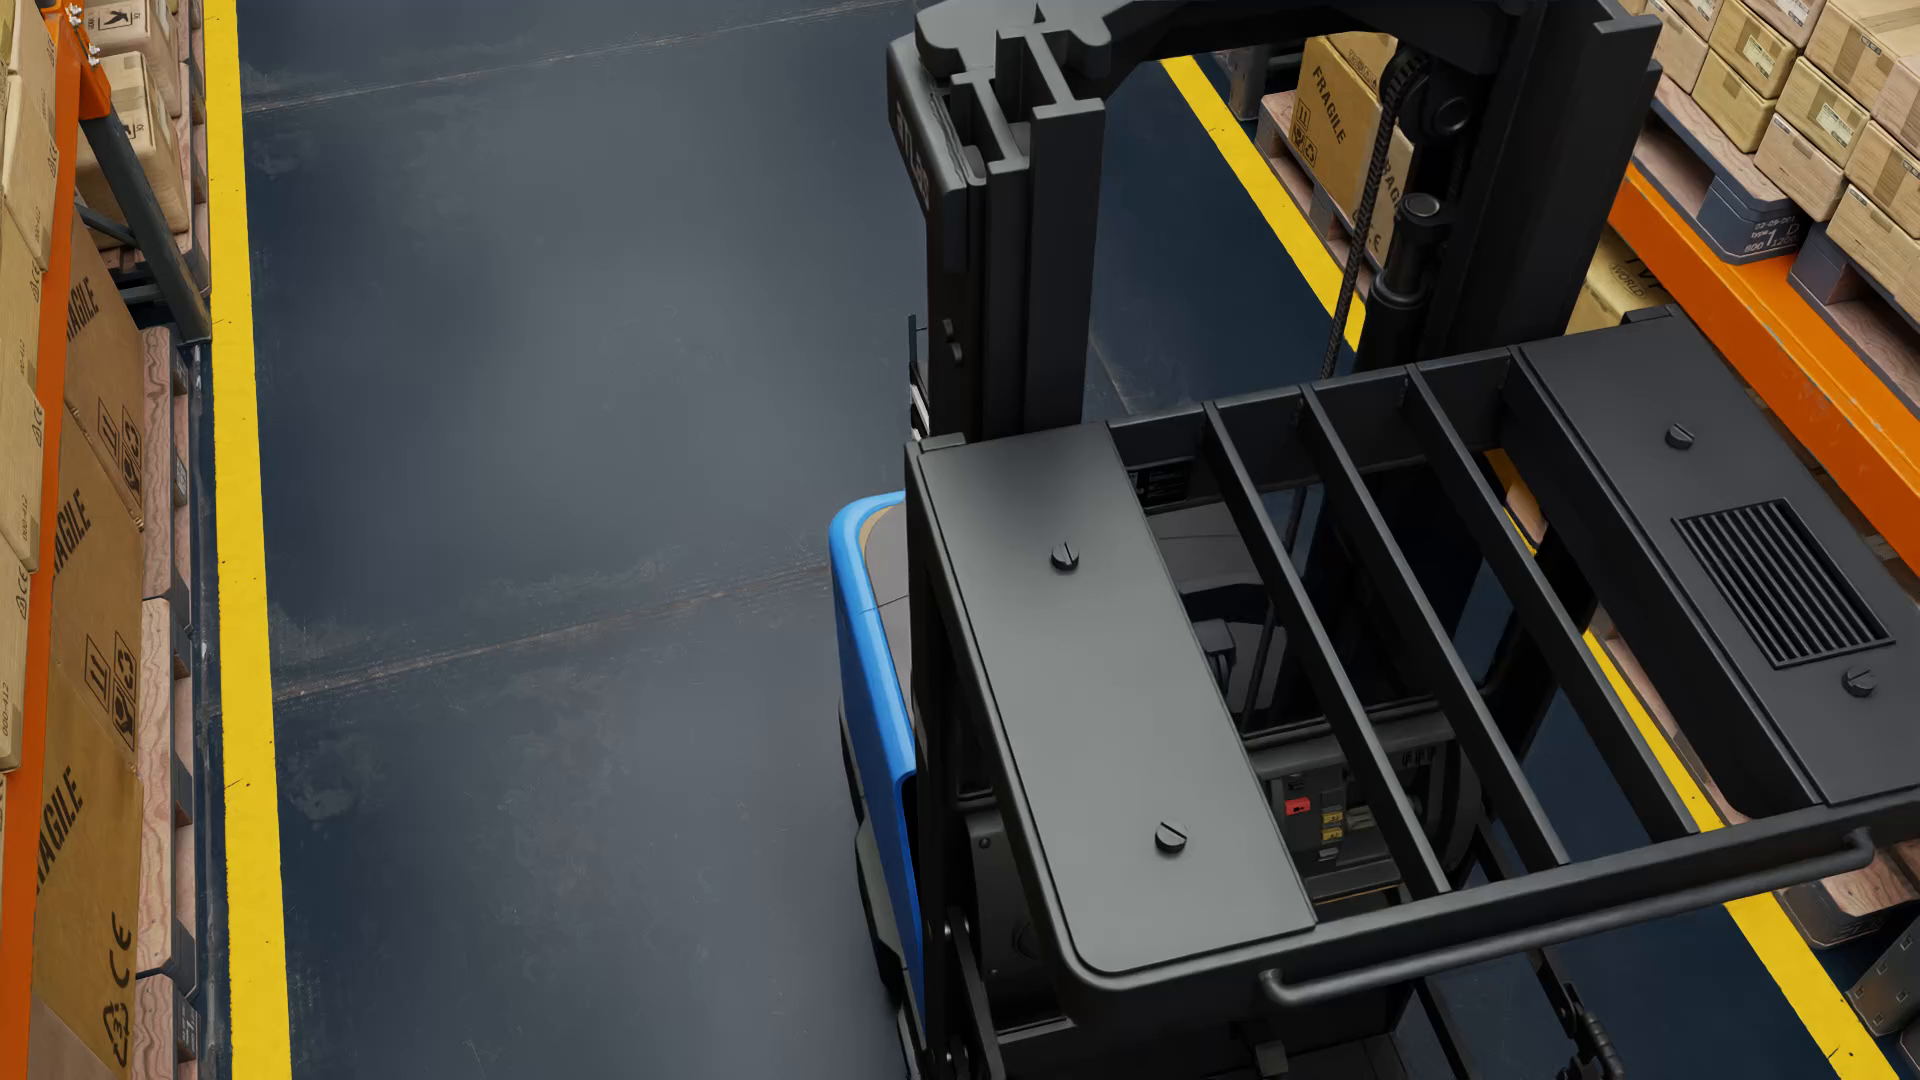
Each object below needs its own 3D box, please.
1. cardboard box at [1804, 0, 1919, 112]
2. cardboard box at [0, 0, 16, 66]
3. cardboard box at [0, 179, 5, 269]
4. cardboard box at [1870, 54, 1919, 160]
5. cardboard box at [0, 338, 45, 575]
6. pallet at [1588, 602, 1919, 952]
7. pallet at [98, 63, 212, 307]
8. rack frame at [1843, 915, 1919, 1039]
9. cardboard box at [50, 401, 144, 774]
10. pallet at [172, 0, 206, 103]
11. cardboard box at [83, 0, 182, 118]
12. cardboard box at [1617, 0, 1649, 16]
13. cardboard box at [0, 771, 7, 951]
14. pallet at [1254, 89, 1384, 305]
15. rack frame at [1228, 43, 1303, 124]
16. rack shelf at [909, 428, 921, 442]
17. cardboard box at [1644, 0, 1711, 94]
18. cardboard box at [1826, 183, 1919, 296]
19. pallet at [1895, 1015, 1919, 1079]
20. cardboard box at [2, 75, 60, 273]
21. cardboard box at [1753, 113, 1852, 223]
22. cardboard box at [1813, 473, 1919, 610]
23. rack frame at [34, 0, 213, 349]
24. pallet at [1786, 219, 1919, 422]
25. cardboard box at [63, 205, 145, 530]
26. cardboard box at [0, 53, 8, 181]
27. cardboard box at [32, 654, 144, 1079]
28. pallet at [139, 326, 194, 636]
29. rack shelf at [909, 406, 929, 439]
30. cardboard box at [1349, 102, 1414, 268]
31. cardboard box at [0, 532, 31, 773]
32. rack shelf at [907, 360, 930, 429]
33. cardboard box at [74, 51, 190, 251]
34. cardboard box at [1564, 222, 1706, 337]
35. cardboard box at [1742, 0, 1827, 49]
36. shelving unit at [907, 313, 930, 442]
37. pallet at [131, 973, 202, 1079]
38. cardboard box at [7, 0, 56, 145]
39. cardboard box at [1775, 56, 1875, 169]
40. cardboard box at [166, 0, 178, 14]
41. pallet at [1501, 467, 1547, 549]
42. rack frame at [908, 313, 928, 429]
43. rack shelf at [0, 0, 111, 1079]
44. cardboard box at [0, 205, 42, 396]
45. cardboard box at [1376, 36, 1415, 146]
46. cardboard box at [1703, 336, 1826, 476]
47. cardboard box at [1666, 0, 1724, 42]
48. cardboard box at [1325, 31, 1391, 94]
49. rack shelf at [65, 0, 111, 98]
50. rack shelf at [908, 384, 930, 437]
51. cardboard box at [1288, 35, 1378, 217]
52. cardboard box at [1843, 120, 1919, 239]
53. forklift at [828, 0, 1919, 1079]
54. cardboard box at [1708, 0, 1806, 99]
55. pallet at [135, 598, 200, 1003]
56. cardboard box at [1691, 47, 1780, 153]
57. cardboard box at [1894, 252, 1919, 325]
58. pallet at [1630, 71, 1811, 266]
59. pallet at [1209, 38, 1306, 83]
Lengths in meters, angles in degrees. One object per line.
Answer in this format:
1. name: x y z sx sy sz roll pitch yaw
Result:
1. cardboard box: 2.155 -1.120 3.733 0.380 0.149 0.250 -15 51 -12
2. cardboard box: -2.734 -1.413 4.250 0.500 0.250 0.500 -13 51 -11
3. cardboard box: -2.408 -0.670 3.624 0.500 0.250 0.500 -15 51 -12
4. cardboard box: 2.224 -0.940 3.581 0.380 0.149 0.250 -13 51 -11
5. cardboard box: -2.245 -0.130 3.496 0.500 0.250 0.500 -14 51 -12
6. pallet: 2.530 0.462 4.722 1.003 0.211 1.213 -13 51 -11
7. pallet: -3.350 -1.269 6.182 1.003 0.211 1.213 -13 51 -11
8. rack frame: 2.762 0.132 3.177 1.000 3.000 0.127 -13 51 -11
9. cardboard box: -2.735 0.129 4.295 0.875 0.875 0.875 -13 51 -11
10. pallet: -3.707 -2.158 6.931 1.003 0.211 1.213 -13 51 -11
11. cardboard box: -3.503 -1.837 6.281 0.950 0.372 0.625 -14 51 -12
12. cardboard box: 1.912 -1.504 4.445 0.380 0.149 0.250 -13 51 -10
13. cardboard box: -1.969 0.615 2.868 0.500 0.250 0.500 -14 51 -12
14. pallet: 1.809 -1.320 6.224 1.003 0.211 1.213 -13 51 -11
15. rack frame: 1.579 -2.790 5.640 1.000 3.000 0.127 -13 51 -11
16. rack shelf: 0.002 -0.263 4.926 0.258 0.077 0.200 -13 51 -11
17. cardboard box: 1.988 -1.313 4.285 0.380 0.149 0.250 -15 51 -12
18. cardboard box: 2.232 -0.723 3.787 0.380 0.149 0.250 -16 52 -13
19. pallet: 2.994 1.513 3.836 1.003 0.211 1.213 -13 51 -11
20. cardboard box: -2.556 -0.868 4.118 0.500 0.250 0.500 -12 51 -10
21. cardboard box: 2.144 -0.925 3.957 0.380 0.149 0.250 -15 52 -13
22. cardboard box: 2.300 0.074 4.096 0.500 0.250 0.500 -15 51 -12
23. rack frame: -3.120 -1.596 4.634 1.000 3.000 0.127 -13 51 -11
24. pallet: 2.675 -0.397 3.749 1.003 0.211 1.213 -13 51 -11
25. cardboard box: -2.995 -0.524 4.845 0.875 0.875 0.875 -14 51 -11
26. cardboard box: -2.579 -1.039 3.935 0.500 0.250 0.500 -14 51 -12
27. cardboard box: -2.471 0.782 3.744 0.875 0.875 0.875 -12 51 -10
28. pallet: -2.959 -0.105 5.200 1.003 0.211 1.213 -13 51 -11
29. rack shelf: 0.002 -0.321 4.858 0.258 0.077 0.200 -13 51 -11
30. cardboard box: 1.696 -1.178 5.642 0.500 0.500 0.500 -13 51 -11
31. cardboard box: -2.106 0.237 3.187 0.500 0.250 0.500 -14 51 -11
32. rack shelf: 0.002 -0.437 4.720 0.258 0.077 0.200 -13 51 -11
33. cardboard box: -3.277 -1.300 5.828 0.950 0.372 0.625 -16 52 -13
34. cardboard box: 1.991 -0.688 4.737 0.500 0.250 0.500 -15 52 -13
35. cardboard box: 2.072 -1.315 3.897 0.380 0.149 0.250 -15 52 -13
36. shelving unit: 0.002 -0.284 4.901 0.258 0.900 0.210 -13 51 -11
37. pallet: -2.237 1.677 3.698 1.003 0.211 1.213 -13 51 -11
38. cardboard box: -2.722 -1.237 4.429 0.500 0.250 0.500 -15 51 -12
39. cardboard box: 2.145 -1.027 3.849 0.380 0.149 0.250 -16 52 -13
40. cardboard box: -3.722 -2.392 6.749 0.950 0.372 0.625 -12 51 -10
41. pallet: 2.166 -0.430 5.475 1.003 0.211 1.213 -13 51 -11
42. rack frame: -0.028 -0.358 4.964 0.240 0.900 0.006 -13 51 -11
43. rack shelf: -2.528 0.096 3.678 1.077 0.370 4.000 -13 51 -11
44. cardboard box: -2.423 -0.497 3.805 0.500 0.250 0.500 -14 51 -11
45. cardboard box: 1.702 -1.432 5.365 0.500 0.250 0.500 -14 51 -11
46. cardboard box: 2.161 -0.305 4.415 0.500 0.250 0.500 -11 51 -9
47. cardboard box: 1.996 -1.405 4.168 0.380 0.149 0.250 -12 51 -10
48. cardboard box: 1.552 -1.802 5.677 0.500 0.250 0.500 -15 52 -13
49. rack shelf: -3.711 -2.825 6.140 1.077 0.370 4.000 -13 51 -11
50. rack shelf: 0.002 -0.379 4.789 0.258 0.077 0.200 -13 51 -11
51. cardboard box: 1.544 -1.545 5.951 0.500 0.500 0.500 -15 52 -13
52. cardboard box: 2.221 -0.837 3.689 0.380 0.149 0.250 -15 51 -12
53. forklift: 0.528 0.665 2.772 1.130 2.935 3.031 -11 51 -9
54. cardboard box: 2.062 -1.226 4.017 0.380 0.149 0.250 -13 51 -11
55. pallet: -2.602 0.785 4.450 1.003 0.211 1.213 -13 51 -11
56. cardboard box: 2.067 -1.118 4.121 0.380 0.149 0.250 -11 51 -9
57. cardboard box: 2.306 -0.540 3.633 0.380 0.149 0.250 -13 51 -11
58. pallet: 2.203 -1.291 4.502 1.003 0.211 1.213 -13 51 -11
59. pallet: 1.418 -2.484 7.206 1.003 0.211 1.213 -13 51 -11
